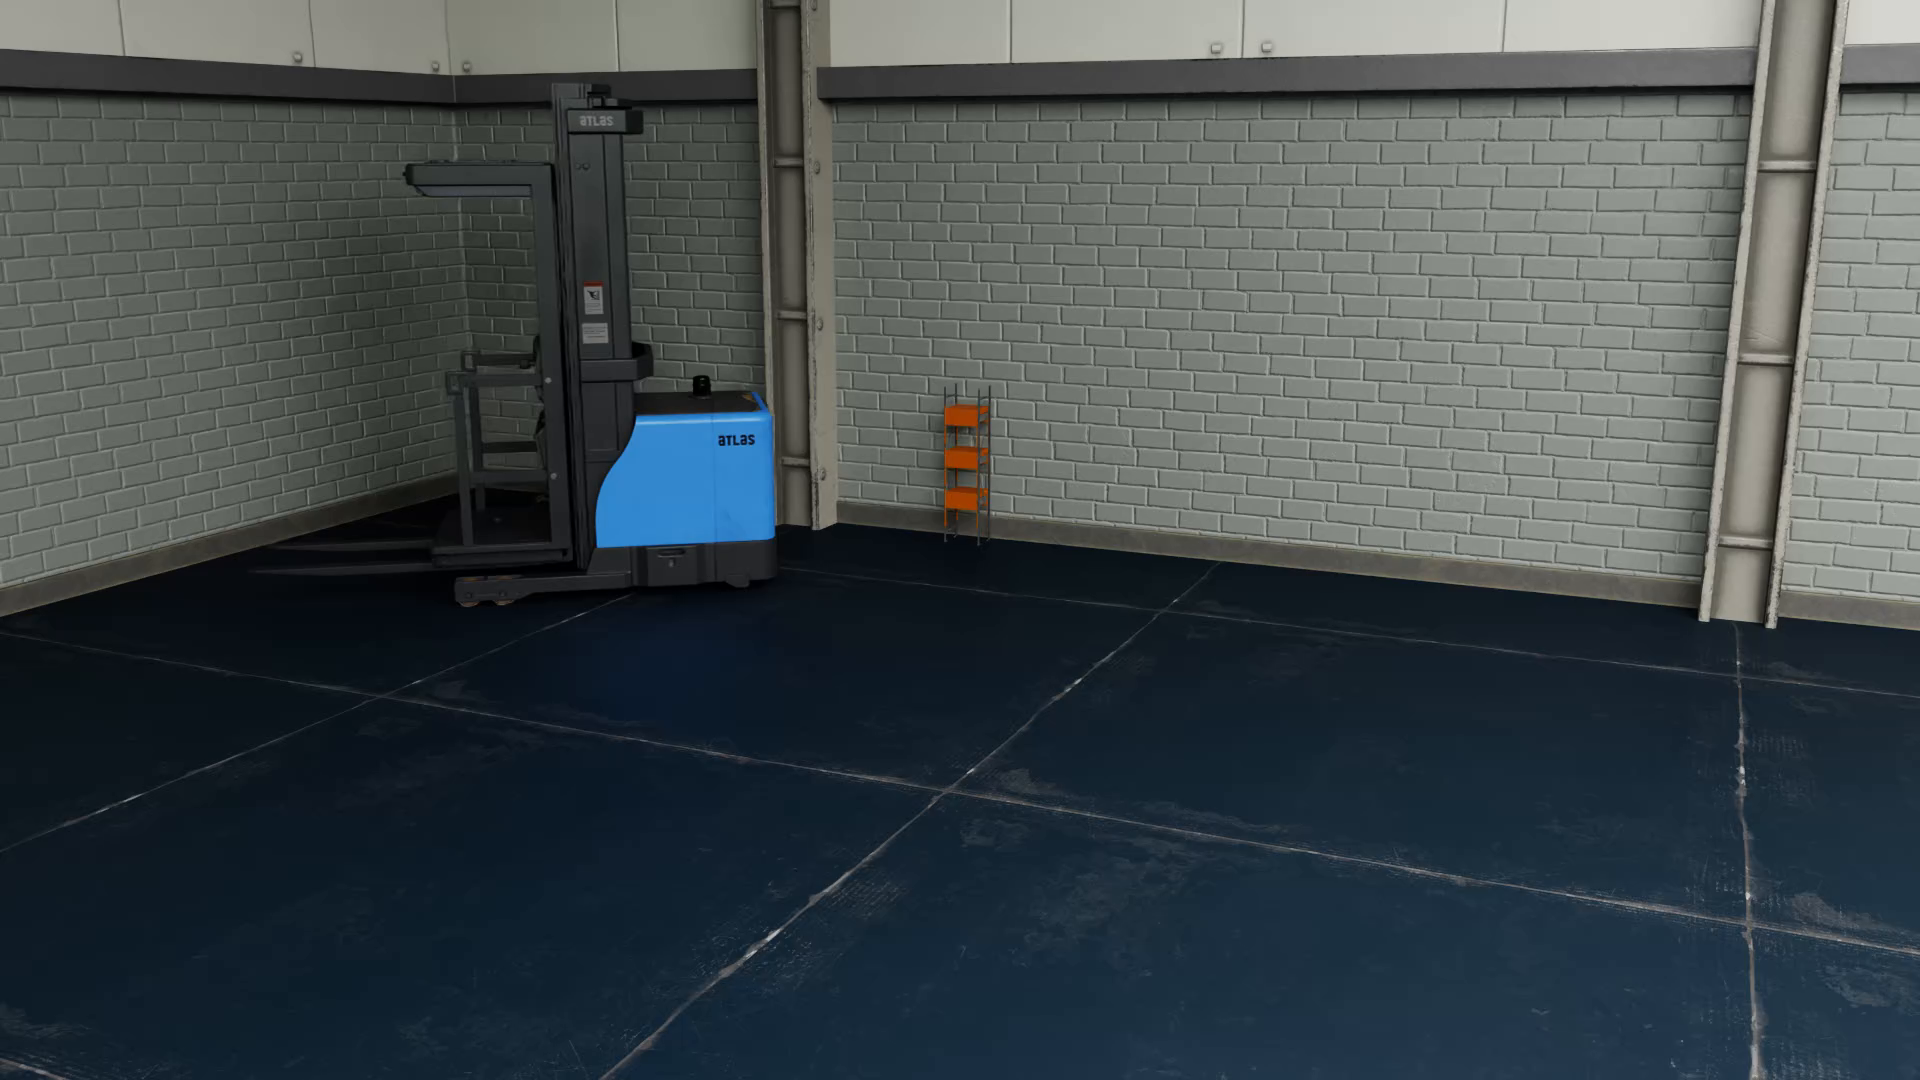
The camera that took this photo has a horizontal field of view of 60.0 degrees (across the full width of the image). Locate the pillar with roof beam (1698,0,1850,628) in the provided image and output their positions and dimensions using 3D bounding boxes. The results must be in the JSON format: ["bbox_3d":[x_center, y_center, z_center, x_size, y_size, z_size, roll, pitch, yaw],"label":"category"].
[{"bbox_3d":[2.639,-3.044,4.527,0.400,9.000,9.100,6,14,23],"label":"pillar with roof beam"}]

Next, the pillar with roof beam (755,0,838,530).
[{"bbox_3d":[-2.847,-3.599,6.893,0.400,9.000,9.100,6,14,23],"label":"pillar with roof beam"}]

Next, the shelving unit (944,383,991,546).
[{"bbox_3d":[0.049,-0.506,11.114,0.252,1.050,0.215,6,14,23],"label":"shelving unit"}]

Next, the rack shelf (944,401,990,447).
[{"bbox_3d":[0.049,-0.772,11.051,0.240,0.259,0.215,6,14,23],"label":"rack shelf"}]

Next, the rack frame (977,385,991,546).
[{"bbox_3d":[0.160,-0.495,11.066,0.008,1.050,0.200,6,14,23],"label":"rack frame"}]

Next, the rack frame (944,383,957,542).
[{"bbox_3d":[-0.063,-0.517,11.162,0.008,1.050,0.200,6,14,23],"label":"rack frame"}]

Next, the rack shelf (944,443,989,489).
[{"bbox_3d":[0.049,-0.496,11.116,0.240,0.259,0.215,6,14,23],"label":"rack shelf"}]

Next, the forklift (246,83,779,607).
[{"bbox_3d":[-2.665,-1.172,9.833,3.031,2.935,1.130,-3,13,-11],"label":"forklift"}]

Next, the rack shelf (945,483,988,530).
[{"bbox_3d":[0.049,-0.225,11.180,0.240,0.259,0.215,6,14,23],"label":"rack shelf"}]
